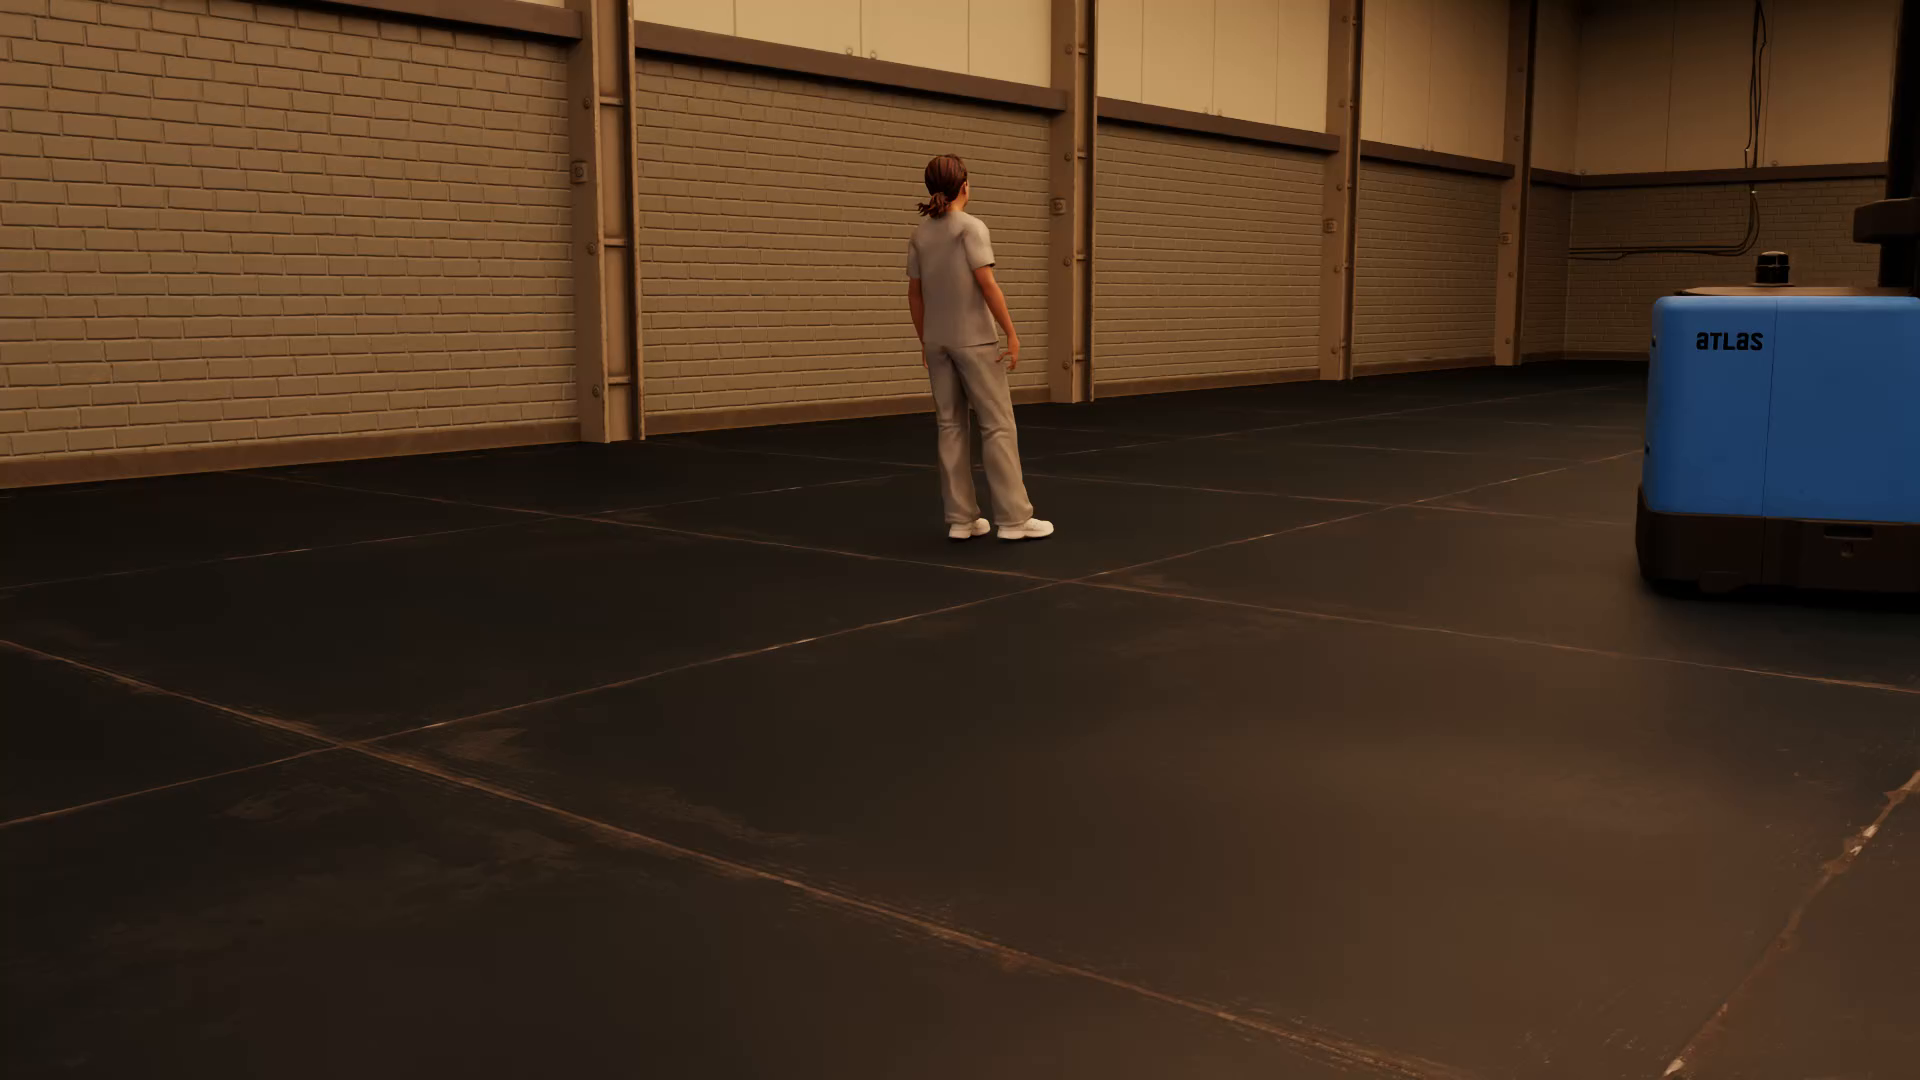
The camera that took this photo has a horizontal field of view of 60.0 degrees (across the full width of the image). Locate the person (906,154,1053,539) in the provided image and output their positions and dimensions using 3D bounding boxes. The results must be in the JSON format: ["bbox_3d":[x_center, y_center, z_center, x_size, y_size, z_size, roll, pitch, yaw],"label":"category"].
[{"bbox_3d":[0.057,-0.844,7.331,0.549,1.673,0.548,7,11,38],"label":"person"}]

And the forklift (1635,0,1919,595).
[{"bbox_3d":[4.054,-1.236,5.729,3.031,2.935,1.130,3,9,20],"label":"forklift"}]
